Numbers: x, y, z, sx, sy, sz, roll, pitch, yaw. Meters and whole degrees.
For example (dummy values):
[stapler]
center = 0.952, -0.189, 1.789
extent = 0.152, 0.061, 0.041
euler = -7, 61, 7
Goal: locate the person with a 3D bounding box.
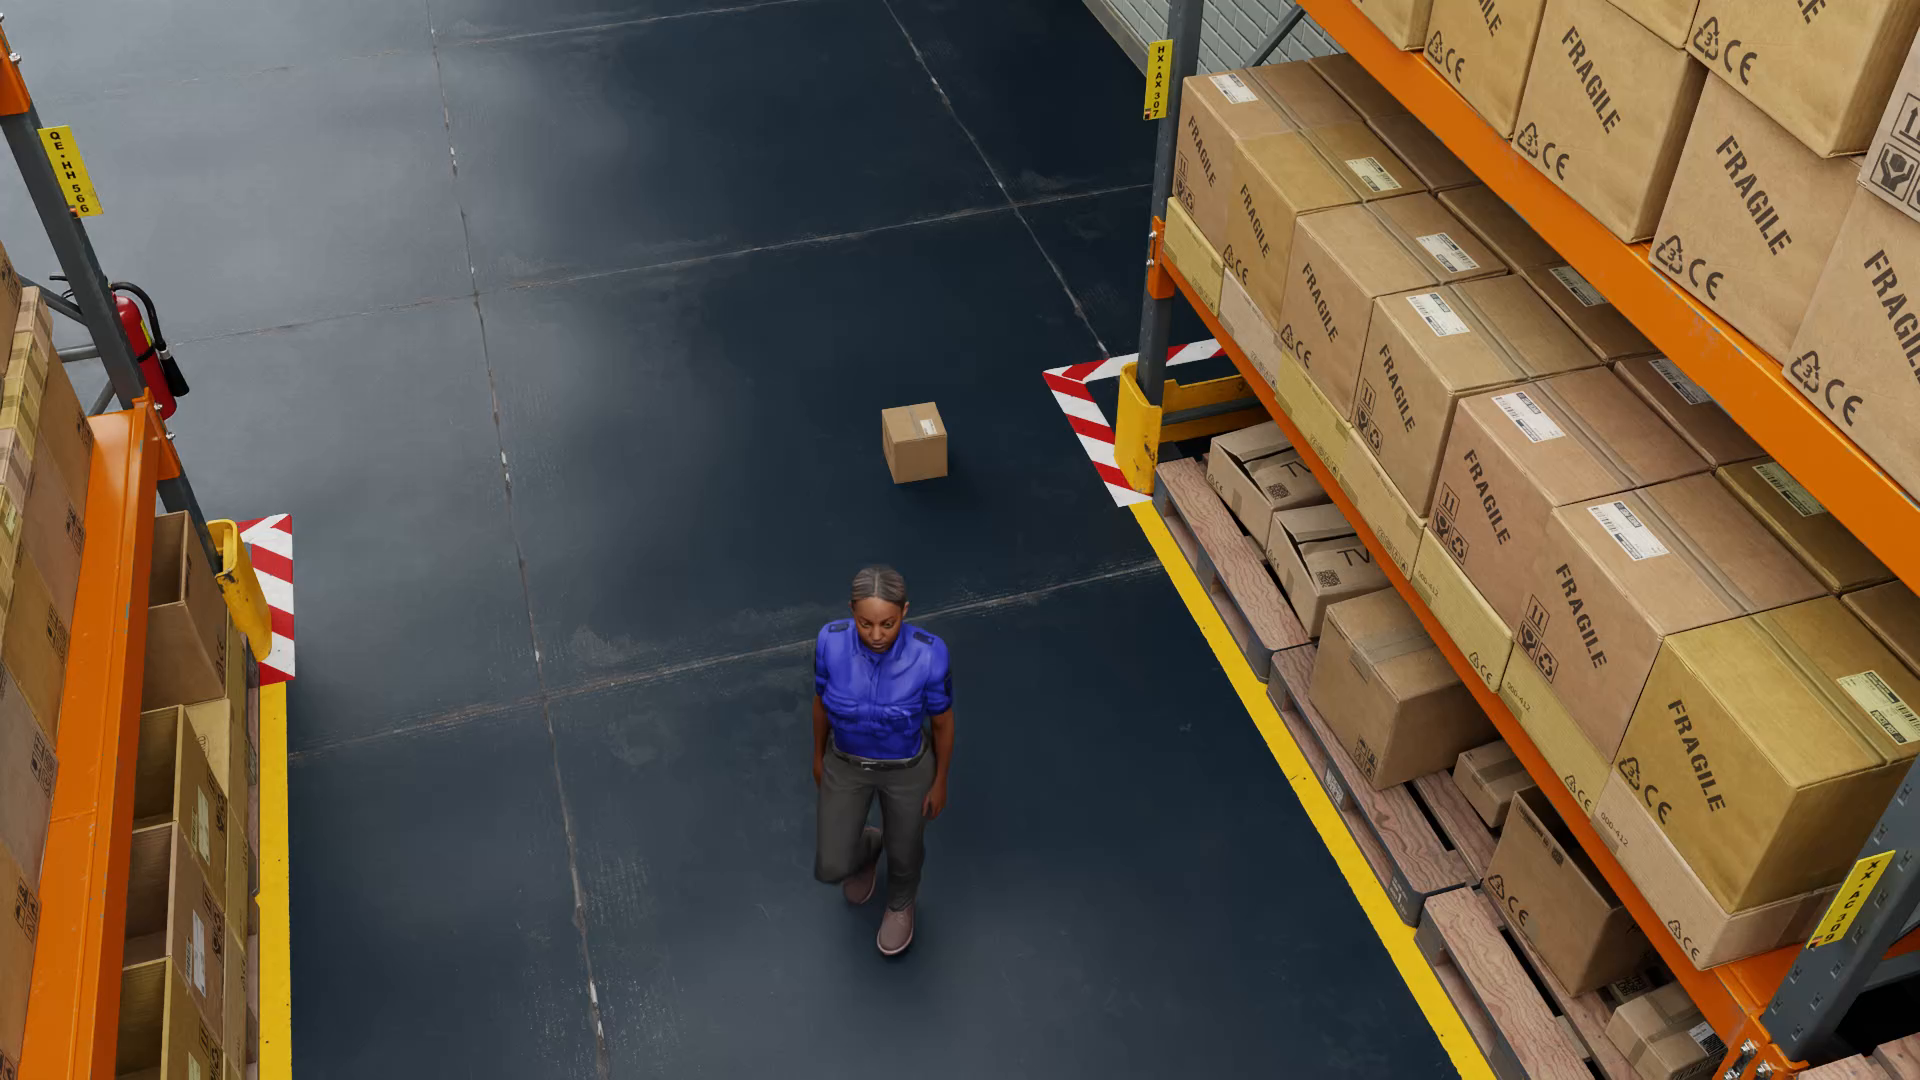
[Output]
[person]
center = -0.255, 0.739, 5.317
extent = 0.473, 1.654, 0.444
euler = 5, 43, 6
